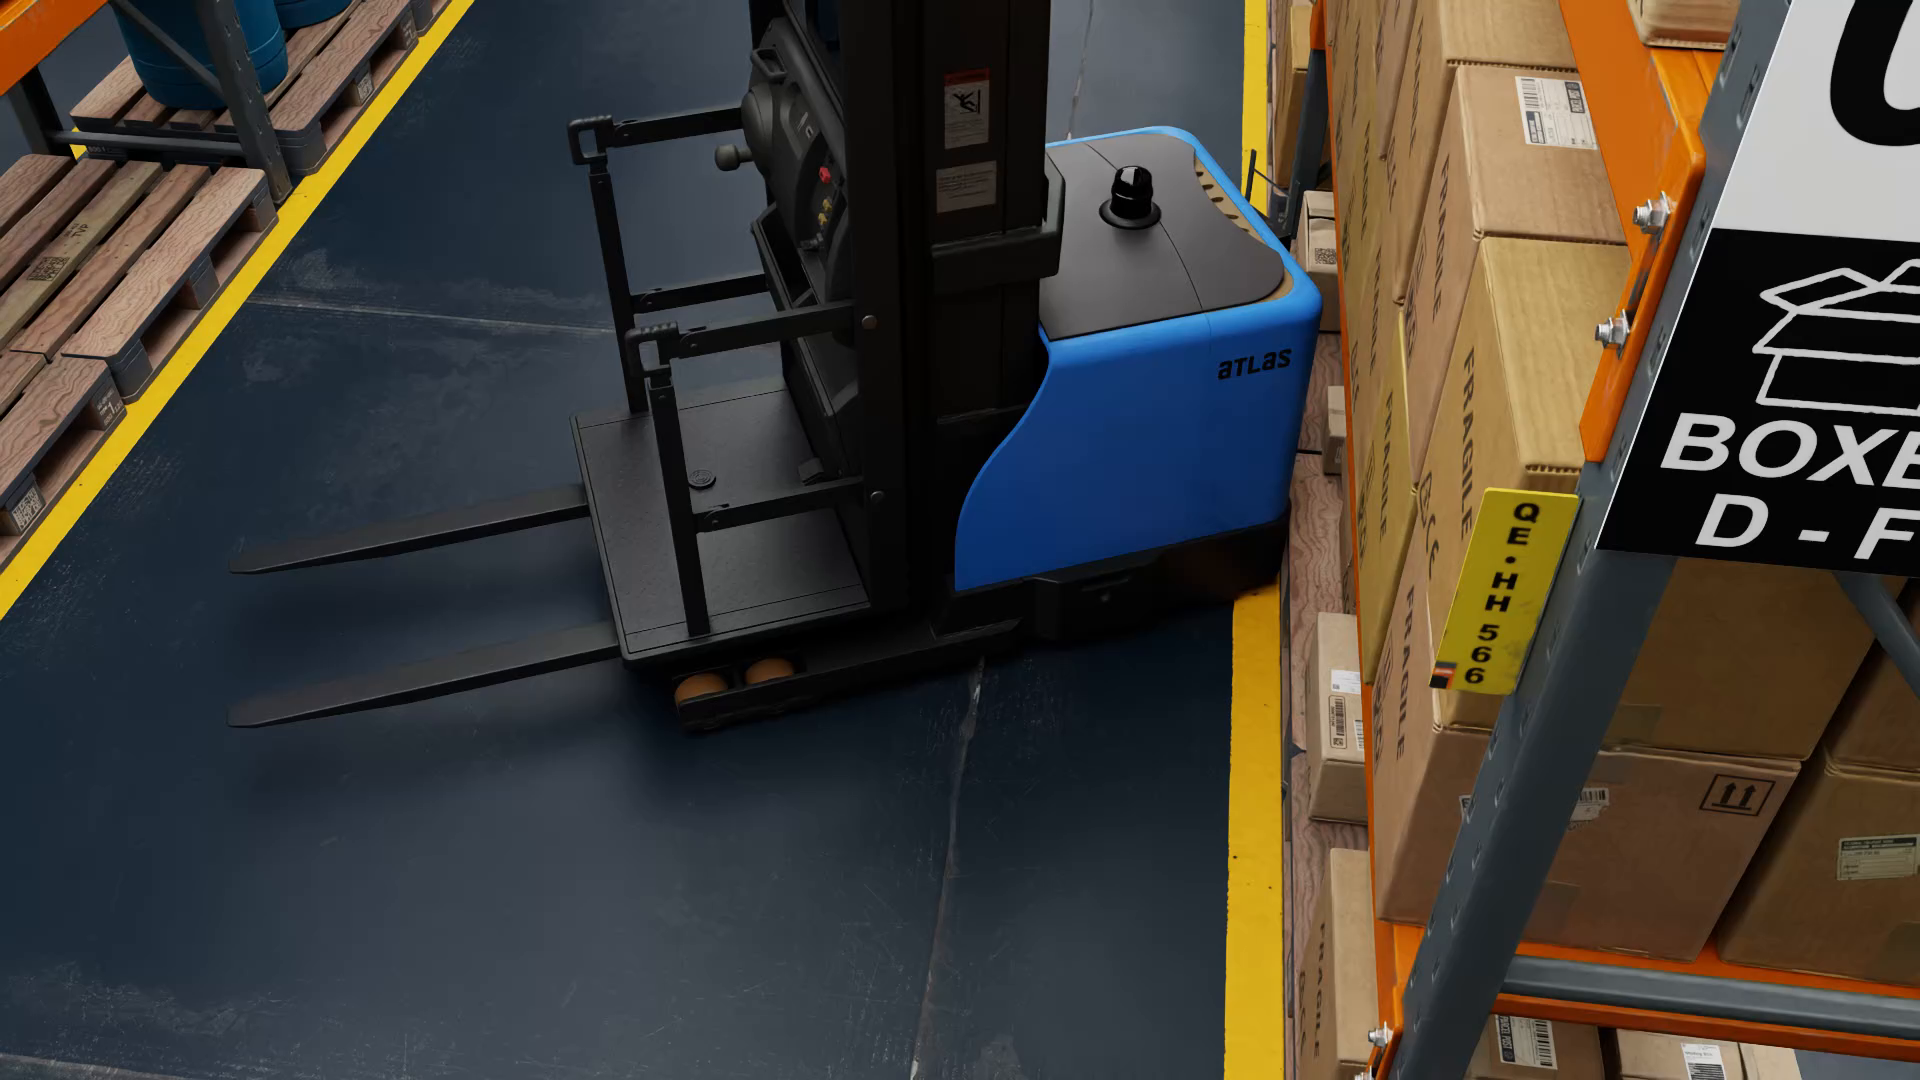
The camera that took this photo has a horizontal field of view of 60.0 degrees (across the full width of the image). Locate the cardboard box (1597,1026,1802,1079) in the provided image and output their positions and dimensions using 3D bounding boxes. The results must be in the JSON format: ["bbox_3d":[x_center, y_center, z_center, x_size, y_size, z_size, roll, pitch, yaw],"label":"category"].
[{"bbox_3d":[1.601,1.110,3.637,0.380,0.166,0.250,5,44,6],"label":"cardboard box"}]

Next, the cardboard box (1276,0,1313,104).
[{"bbox_3d":[1.556,-2.011,6.690,0.500,0.500,0.500,5,44,6],"label":"cardboard box"}]

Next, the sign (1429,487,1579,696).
[{"bbox_3d":[0.625,0.066,1.926,0.100,0.325,0.005,5,44,6],"label":"sign"}]

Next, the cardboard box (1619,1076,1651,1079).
[{"bbox_3d":[1.568,1.287,3.463,0.380,0.149,0.250,5,44,6],"label":"cardboard box"}]

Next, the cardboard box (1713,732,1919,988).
[{"bbox_3d":[1.492,0.351,2.625,0.500,0.500,0.500,6,44,6],"label":"cardboard box"}]

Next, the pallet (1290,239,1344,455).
[{"bbox_3d":[1.609,-0.580,5.709,1.003,0.211,1.213,5,44,6],"label":"pallet"}]

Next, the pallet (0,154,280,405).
[{"bbox_3d":[-3.267,-0.996,6.148,1.003,0.211,1.213,5,44,6],"label":"pallet"}]

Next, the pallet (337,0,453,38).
[{"bbox_3d":[-2.906,-2.857,8.113,1.003,0.211,1.213,5,44,6],"label":"pallet"}]

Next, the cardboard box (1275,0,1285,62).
[{"bbox_3d":[1.623,-2.353,7.051,0.500,0.500,0.500,6,44,6],"label":"cardboard box"}]

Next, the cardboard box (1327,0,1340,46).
[{"bbox_3d":[1.364,-1.774,4.869,0.500,0.500,0.500,6,44,7],"label":"cardboard box"}]

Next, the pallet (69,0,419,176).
[{"bbox_3d":[-3.065,-2.023,7.233,1.003,0.211,1.213,5,44,6],"label":"pallet"}]

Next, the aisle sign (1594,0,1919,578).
[{"bbox_3d":[0.860,-0.260,1.452,0.394,0.787,0.004,5,44,6],"label":"aisle sign"}]

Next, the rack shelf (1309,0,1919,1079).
[{"bbox_3d":[1.437,-0.436,4.052,1.077,0.370,4.000,5,44,6],"label":"rack shelf"}]

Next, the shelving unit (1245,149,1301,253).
[{"bbox_3d":[0.894,-0.801,5.441,0.210,0.900,0.258,-22,48,-21],"label":"shelving unit"}]

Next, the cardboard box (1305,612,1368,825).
[{"bbox_3d":[1.155,0.467,4.255,0.500,0.250,0.500,5,44,6],"label":"cardboard box"}]

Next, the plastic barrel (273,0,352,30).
[{"bbox_3d":[-3.026,-2.756,7.199,0.600,0.901,0.708,5,44,6],"label":"plastic barrel"}]

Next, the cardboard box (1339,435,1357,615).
[{"bbox_3d":[1.458,-0.033,4.599,0.797,0.503,0.637,5,44,6],"label":"cardboard box"}]

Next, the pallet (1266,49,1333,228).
[{"bbox_3d":[1.771,-1.606,6.792,1.003,0.211,1.213,5,44,6],"label":"pallet"}]

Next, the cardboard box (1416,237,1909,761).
[{"bbox_3d":[0.959,-0.062,2.334,0.500,0.500,0.500,5,44,5],"label":"cardboard box"}]

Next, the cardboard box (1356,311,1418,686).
[{"bbox_3d":[1.027,-0.054,3.053,0.500,0.500,0.500,6,44,6],"label":"cardboard box"}]

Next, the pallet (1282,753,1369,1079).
[{"bbox_3d":[1.287,1.083,3.953,1.003,0.211,1.213,5,44,6],"label":"pallet"}]

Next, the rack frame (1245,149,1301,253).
[{"bbox_3d":[0.982,-0.836,5.478,0.006,0.900,0.240,-22,48,-21],"label":"rack frame"}]

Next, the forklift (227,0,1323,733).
[{"bbox_3d":[-0.595,-0.937,4.108,3.031,2.935,1.130,-12,45,-12],"label":"forklift"}]

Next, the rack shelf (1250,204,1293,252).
[{"bbox_3d":[0.894,-0.972,5.278,0.200,0.077,0.258,-22,48,-21],"label":"rack shelf"}]

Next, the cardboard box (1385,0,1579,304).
[{"bbox_3d":[1.089,-0.760,3.071,0.500,0.500,0.500,6,44,7],"label":"cardboard box"}]

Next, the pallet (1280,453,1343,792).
[{"bbox_3d":[1.451,0.254,4.828,1.003,0.211,1.213,5,44,6],"label":"pallet"}]

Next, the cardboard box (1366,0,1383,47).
[{"bbox_3d":[1.224,-1.462,3.813,0.500,0.500,0.500,4,44,4],"label":"cardboard box"}]

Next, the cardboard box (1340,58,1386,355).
[{"bbox_3d":[1.165,-0.737,3.774,0.500,0.500,0.500,5,44,5],"label":"cardboard box"}]

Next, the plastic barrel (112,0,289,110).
[{"bbox_3d":[-3.119,-2.273,6.690,0.600,0.901,0.708,5,44,6],"label":"plastic barrel"}]

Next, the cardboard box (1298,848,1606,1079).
[{"bbox_3d":[1.000,1.021,3.488,0.500,0.500,0.500,5,44,6],"label":"cardboard box"}]

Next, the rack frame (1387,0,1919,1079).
[{"bbox_3d":[1.172,0.666,2.365,1.000,3.000,0.127,5,44,6],"label":"rack frame"}]

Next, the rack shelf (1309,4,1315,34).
[{"bbox_3d":[1.966,-3.162,6.931,1.077,0.370,4.000,5,44,6],"label":"rack shelf"}]

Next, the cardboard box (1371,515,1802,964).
[{"bbox_3d":[0.962,0.299,2.679,0.500,0.500,0.500,6,44,7],"label":"cardboard box"}]

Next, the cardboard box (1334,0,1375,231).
[{"bbox_3d":[1.231,-1.084,4.141,0.500,0.500,0.500,5,44,5],"label":"cardboard box"}]

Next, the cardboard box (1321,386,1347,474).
[{"bbox_3d":[1.327,-0.334,5.162,0.380,0.166,0.250,5,44,6],"label":"cardboard box"}]

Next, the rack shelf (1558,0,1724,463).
[{"bbox_3d":[1.437,-1.525,3.021,1.077,0.370,4.000,5,44,6],"label":"rack shelf"}]

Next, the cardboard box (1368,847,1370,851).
[{"bbox_3d":[1.143,0.874,3.886,0.380,0.166,0.250,5,44,6],"label":"cardboard box"}]

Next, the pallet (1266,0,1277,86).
[{"bbox_3d":[1.930,-2.439,7.673,1.003,0.211,1.213,5,44,6],"label":"pallet"}]

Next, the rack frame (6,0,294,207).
[{"bbox_3d":[-3.208,-2.513,5.723,1.000,3.000,0.127,5,44,6],"label":"rack frame"}]

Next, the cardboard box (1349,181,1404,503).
[{"bbox_3d":[1.098,-0.394,3.412,0.500,0.500,0.500,6,44,6],"label":"cardboard box"}]

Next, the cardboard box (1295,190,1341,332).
[{"bbox_3d":[1.431,-0.977,5.736,0.500,0.311,0.500,5,44,6],"label":"cardboard box"}]

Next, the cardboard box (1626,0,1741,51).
[{"bbox_3d":[0.979,-0.743,1.781,0.500,0.250,0.500,5,44,6],"label":"cardboard box"}]

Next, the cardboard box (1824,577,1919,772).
[{"bbox_3d":[1.492,-0.012,2.281,0.500,0.500,0.500,6,44,7],"label":"cardboard box"}]

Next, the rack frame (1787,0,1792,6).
[{"bbox_3d":[1.172,-1.513,0.303,1.000,3.000,0.127,5,44,6],"label":"rack frame"}]

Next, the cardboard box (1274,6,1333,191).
[{"bbox_3d":[1.482,-1.675,6.335,0.500,0.500,0.500,5,44,5],"label":"cardboard box"}]

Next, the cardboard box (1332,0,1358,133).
[{"bbox_3d":[1.299,-1.425,4.500,0.500,0.500,0.500,6,44,6],"label":"cardboard box"}]

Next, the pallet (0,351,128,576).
[{"bbox_3d":[-3.426,-0.162,5.268,1.003,0.211,1.213,5,44,6],"label":"pallet"}]

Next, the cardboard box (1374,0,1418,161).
[{"bbox_3d":[1.156,-1.110,3.441,0.500,0.500,0.500,6,44,7],"label":"cardboard box"}]

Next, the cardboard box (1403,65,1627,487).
[{"bbox_3d":[1.025,-0.406,2.698,0.500,0.500,0.500,6,44,7],"label":"cardboard box"}]

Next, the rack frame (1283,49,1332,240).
[{"bbox_3d":[1.701,-2.060,5.244,1.000,3.000,0.127,5,44,6],"label":"rack frame"}]
